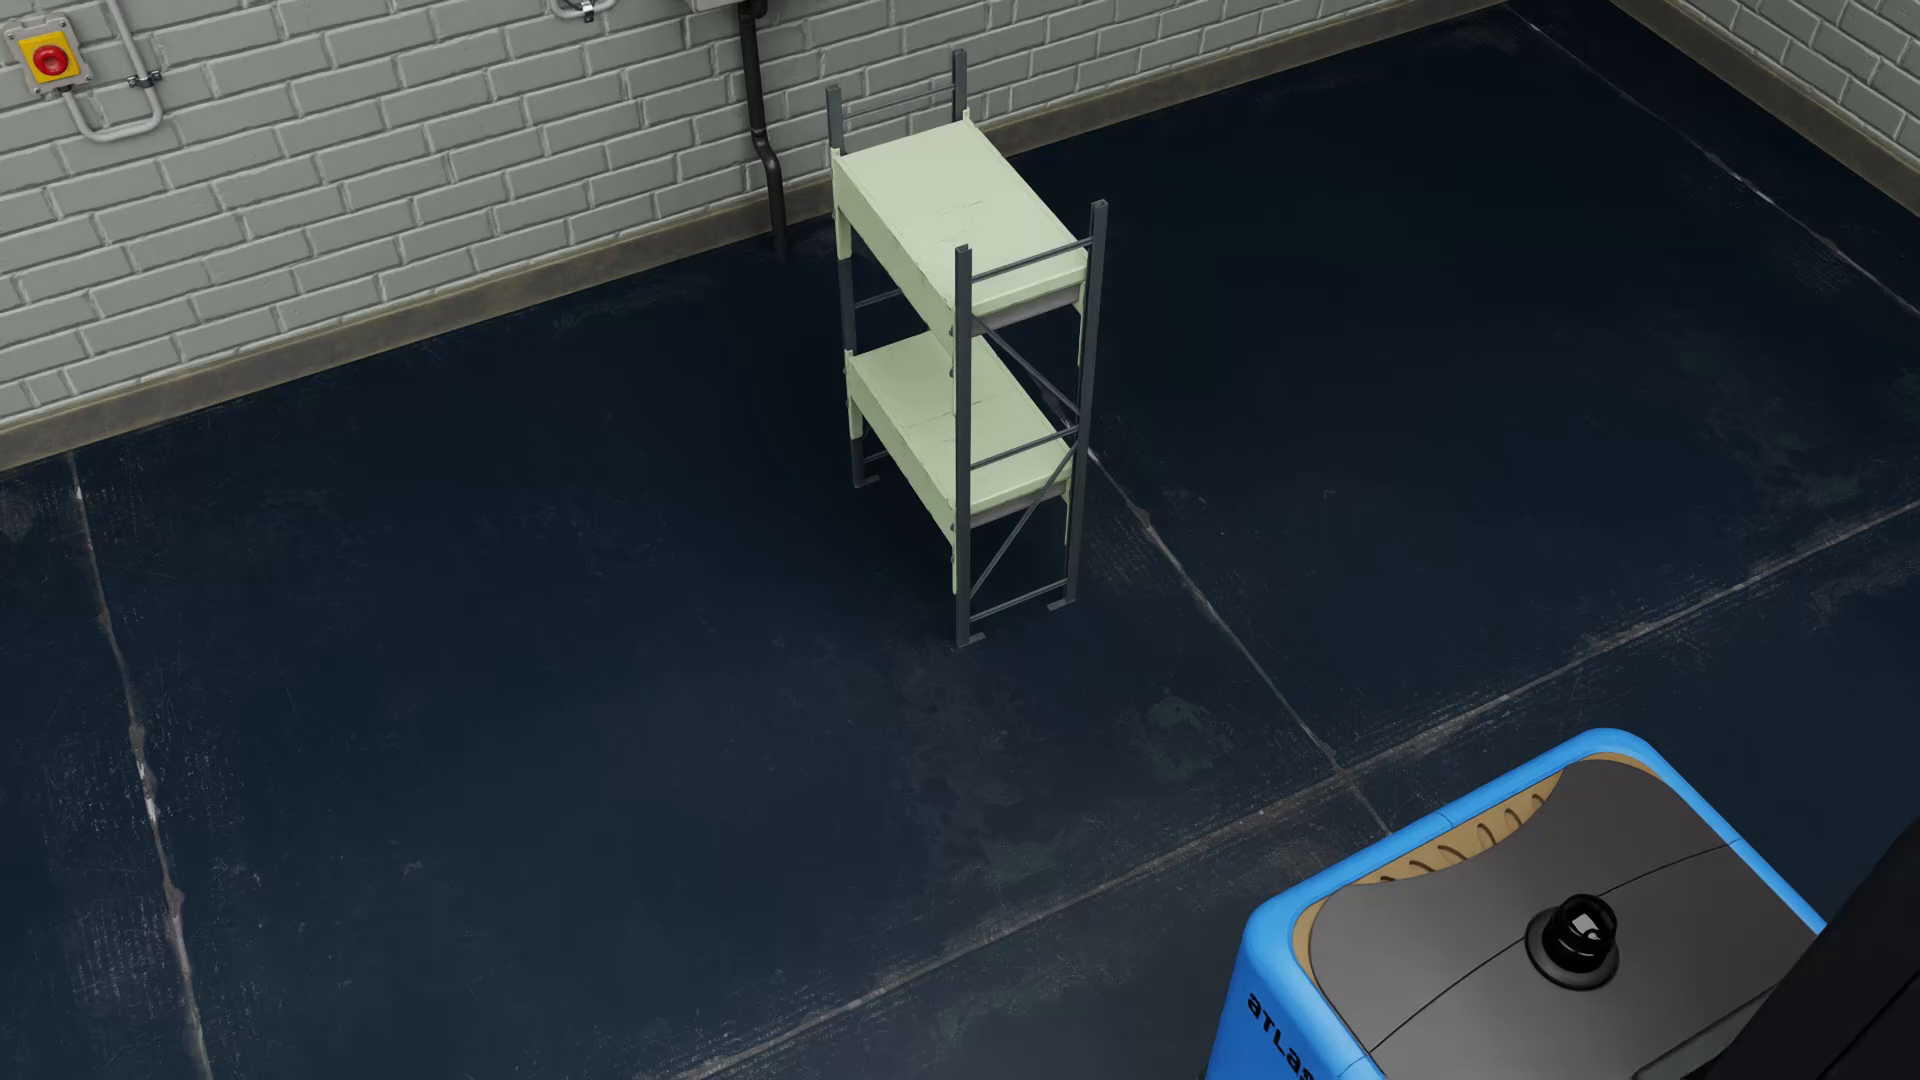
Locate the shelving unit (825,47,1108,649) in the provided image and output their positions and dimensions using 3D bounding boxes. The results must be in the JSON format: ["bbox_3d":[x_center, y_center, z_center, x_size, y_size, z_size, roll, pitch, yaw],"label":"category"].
[{"bbox_3d":[0.003,-0.489,4.682,0.400,1.500,0.755,-21,52,-18],"label":"shelving unit"}]

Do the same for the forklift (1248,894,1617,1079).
[{"bbox_3d":[1.701,1.326,2.202,1.107,2.843,2.937,-23,53,-19],"label":"forklift"}]

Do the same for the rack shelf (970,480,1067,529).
[{"bbox_3d":[0.003,-0.322,4.873,0.332,0.071,0.664,-21,52,-18],"label":"rack shelf"}]

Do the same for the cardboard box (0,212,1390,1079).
[{"bbox_3d":[0.162,3.641,1.036,6.103,1.550,13.522,-22,52,-18],"label":"cardboard box"}]

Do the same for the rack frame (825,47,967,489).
[{"bbox_3d":[-0.164,-0.734,4.896,0.400,1.500,0.023,-21,52,-18],"label":"rack frame"}]

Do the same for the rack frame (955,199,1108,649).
[{"bbox_3d":[0.171,-0.244,4.467,0.400,1.500,0.023,-21,52,-18],"label":"rack frame"}]

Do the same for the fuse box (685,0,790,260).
[{"bbox_3d":[-0.623,-1.612,5.523,0.539,1.711,0.414,-21,52,-18],"label":"fuse box"}]

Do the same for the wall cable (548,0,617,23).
[{"bbox_3d":[-1.302,-2.241,4.542,0.588,1.984,0.122,-21,52,-18],"label":"wall cable"}]
